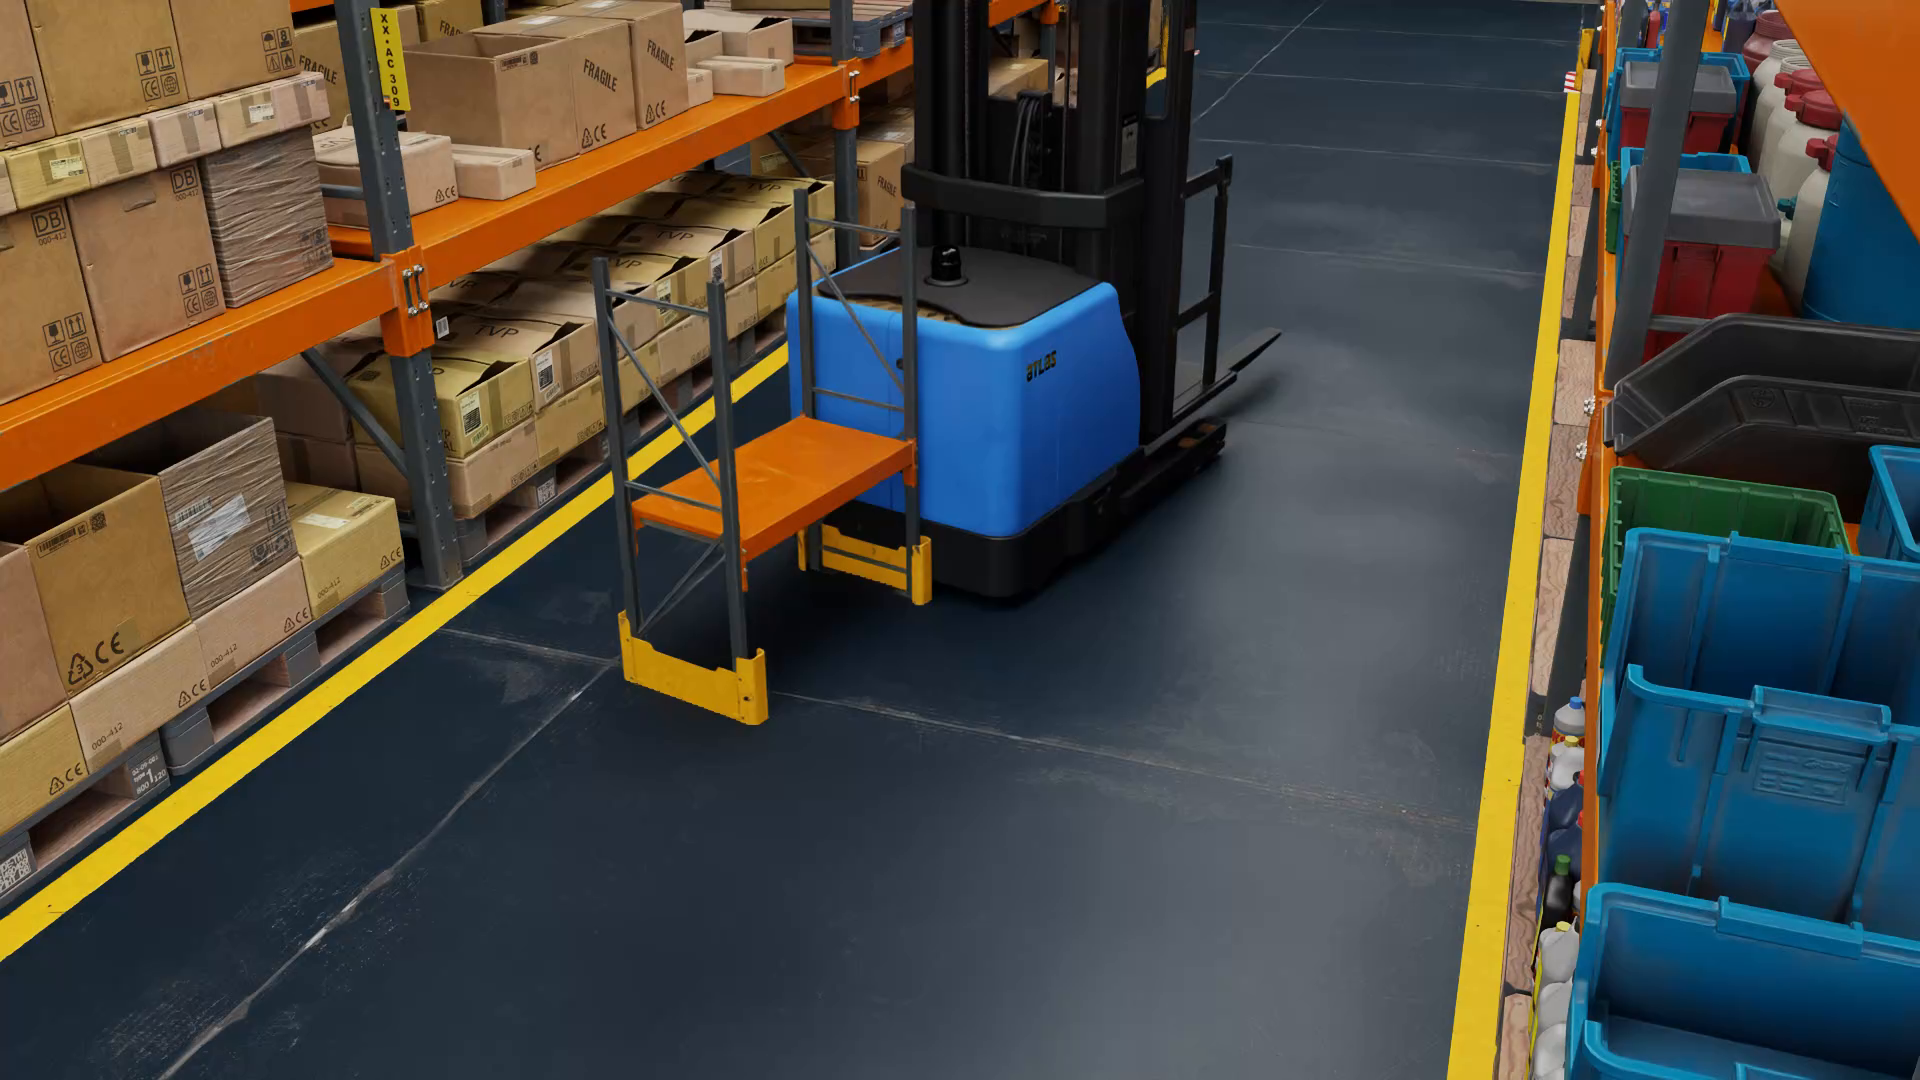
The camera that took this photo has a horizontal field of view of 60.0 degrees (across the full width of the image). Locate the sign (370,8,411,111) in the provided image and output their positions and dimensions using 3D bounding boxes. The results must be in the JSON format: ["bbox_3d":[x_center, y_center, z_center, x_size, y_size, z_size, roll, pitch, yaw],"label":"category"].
[{"bbox_3d":[-1.886,-1.591,5.509,0.100,0.325,0.005,9,27,17],"label":"sign"}]

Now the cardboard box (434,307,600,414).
[{"bbox_3d":[-1.866,-0.788,6.965,0.500,0.311,0.500,8,27,17],"label":"cardboard box"}]

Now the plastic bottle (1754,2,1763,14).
[{"bbox_3d":[4.569,-2.941,9.529,0.097,0.271,0.097,0,26,0],"label":"plastic bottle"}]

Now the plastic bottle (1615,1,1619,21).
[{"bbox_3d":[4.190,-3.354,10.464,0.097,0.201,0.097,0,26,0],"label":"plastic bottle"}]

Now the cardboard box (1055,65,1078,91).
[{"bbox_3d":[0.874,-3.954,14.220,0.380,0.166,0.250,9,27,17],"label":"cardboard box"}]

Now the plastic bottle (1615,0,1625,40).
[{"bbox_3d":[3.959,-3.101,9.859,0.097,0.271,0.097,0,26,0],"label":"plastic bottle"}]

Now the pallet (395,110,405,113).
[{"bbox_3d":[-4.606,-3.667,14.080,1.003,0.211,1.213,9,27,17],"label":"pallet"}]

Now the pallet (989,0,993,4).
[{"bbox_3d":[-0.436,-3.602,10.969,1.003,0.211,1.213,9,27,17],"label":"pallet"}]

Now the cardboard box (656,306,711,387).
[{"bbox_3d":[-1.531,-0.958,7.961,0.500,0.250,0.500,9,27,18],"label":"cardboard box"}]

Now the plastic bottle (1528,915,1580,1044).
[{"bbox_3d":[1.395,0.993,3.792,0.144,0.351,0.185,9,27,17],"label":"plastic bottle"}]

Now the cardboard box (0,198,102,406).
[{"bbox_3d":[-2.892,-0.684,4.605,0.700,0.500,0.500,9,27,18],"label":"cardboard box"}]

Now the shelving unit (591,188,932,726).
[{"bbox_3d":[-0.634,-0.324,5.699,0.587,1.500,1.083,15,30,29],"label":"shelving unit"}]

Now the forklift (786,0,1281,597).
[{"bbox_3d":[0.542,-1.705,6.908,1.130,2.935,3.031,15,30,29],"label":"forklift"}]

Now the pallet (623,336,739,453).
[{"bbox_3d":[-1.798,-0.802,8.163,1.003,0.211,1.213,9,27,17],"label":"pallet"}]

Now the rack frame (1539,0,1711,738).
[{"bbox_3d":[2.260,-0.525,4.393,1.000,3.000,0.127,9,27,17],"label":"rack frame"}]

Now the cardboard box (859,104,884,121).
[{"bbox_3d":[-0.817,-2.593,11.027,0.500,0.500,0.500,8,27,16],"label":"cardboard box"}]

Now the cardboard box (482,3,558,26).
[{"bbox_3d":[-4.075,-4.606,15.207,0.700,0.500,0.500,9,27,18],"label":"cardboard box"}]

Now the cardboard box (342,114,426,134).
[{"bbox_3d":[-2.291,-1.573,6.710,0.396,0.266,0.258,8,27,16],"label":"cardboard box"}]

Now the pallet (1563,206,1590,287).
[{"bbox_3d":[4.221,-1.744,10.109,1.003,0.211,1.213,9,27,17],"label":"pallet"}]

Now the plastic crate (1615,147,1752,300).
[{"bbox_3d":[2.333,-1.017,5.426,0.392,0.384,0.575,9,27,17],"label":"plastic crate"}]

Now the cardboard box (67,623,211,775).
[{"bbox_3d":[-2.687,0.437,5.078,0.500,0.250,0.500,9,27,17],"label":"cardboard box"}]

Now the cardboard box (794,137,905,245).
[{"bbox_3d":[-0.658,-2.108,10.024,0.500,0.500,0.500,10,28,20],"label":"cardboard box"}]

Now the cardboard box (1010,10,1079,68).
[{"bbox_3d":[0.872,-4.380,14.714,0.797,0.503,0.637,9,27,17],"label":"cardboard box"}]

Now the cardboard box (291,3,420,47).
[{"bbox_3d":[-4.807,-3.819,13.181,0.750,0.750,0.750,10,27,19],"label":"cardboard box"}]

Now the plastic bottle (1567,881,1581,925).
[{"bbox_3d":[1.523,0.920,4.035,0.097,0.271,0.097,0,26,0],"label":"plastic bottle"}]

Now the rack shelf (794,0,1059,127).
[{"bbox_3d":[-0.414,-3.387,11.129,1.077,0.370,4.000,9,27,17],"label":"rack shelf"}]

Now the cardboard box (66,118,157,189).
[{"bbox_3d":[-2.554,-1.122,4.766,0.380,0.149,0.250,9,27,17],"label":"cardboard box"}]

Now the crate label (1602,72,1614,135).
[{"bbox_3d":[3.097,-1.975,7.579,0.303,0.233,0.416,9,27,17],"label":"crate label"}]

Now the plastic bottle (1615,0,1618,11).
[{"bbox_3d":[4.332,-3.530,10.826,0.097,0.201,0.097,0,26,0],"label":"plastic bottle"}]

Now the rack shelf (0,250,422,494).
[{"bbox_3d":[-3.076,-0.099,4.339,1.077,0.370,4.000,9,27,17],"label":"rack shelf"}]

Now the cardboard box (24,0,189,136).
[{"bbox_3d":[-2.719,-1.483,4.767,0.700,0.500,0.500,9,27,17],"label":"cardboard box"}]

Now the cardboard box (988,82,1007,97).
[{"bbox_3d":[0.018,-2.953,11.771,0.500,0.500,0.500,9,27,18],"label":"cardboard box"}]

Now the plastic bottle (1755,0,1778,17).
[{"bbox_3d":[4.558,-2.913,9.381,0.144,0.351,0.185,9,27,17],"label":"plastic bottle"}]

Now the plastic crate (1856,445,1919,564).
[{"bbox_3d":[2.147,0.036,3.405,0.499,0.251,0.616,9,27,17],"label":"plastic crate"}]

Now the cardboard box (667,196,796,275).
[{"bbox_3d":[-1.188,-1.627,8.699,0.500,0.311,0.500,8,27,17],"label":"cardboard box"}]

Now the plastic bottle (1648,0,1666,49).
[{"bbox_3d":[4.030,-3.000,9.651,0.097,0.271,0.097,0,26,0],"label":"plastic bottle"}]

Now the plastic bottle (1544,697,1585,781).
[{"bbox_3d":[1.740,0.572,4.752,0.097,0.271,0.097,0,26,0],"label":"plastic bottle"}]

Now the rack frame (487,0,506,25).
[{"bbox_3d":[-4.421,-5.250,14.150,1.000,3.000,0.127,9,27,17],"label":"rack frame"}]

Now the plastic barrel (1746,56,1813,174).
[{"bbox_3d":[3.310,-1.593,6.469,0.421,0.512,0.421,0,26,0],"label":"plastic barrel"}]

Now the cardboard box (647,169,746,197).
[{"bbox_3d":[-1.530,-1.920,9.304,0.500,0.311,0.500,10,27,19],"label":"cardboard box"}]

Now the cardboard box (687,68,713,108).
[{"bbox_3d":[-1.450,-2.244,8.230,0.380,0.149,0.250,11,28,21],"label":"cardboard box"}]

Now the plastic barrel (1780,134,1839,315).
[{"bbox_3d":[2.785,-0.948,5.110,0.433,0.535,0.433,0,26,0],"label":"plastic barrel"}]

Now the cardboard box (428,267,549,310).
[{"bbox_3d":[-2.210,-1.076,7.561,0.500,0.311,0.500,9,27,17],"label":"cardboard box"}]

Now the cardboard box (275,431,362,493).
[{"bbox_3d":[-2.546,-0.409,6.826,0.500,0.250,0.500,8,27,17],"label":"cardboard box"}]

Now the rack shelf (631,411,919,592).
[{"bbox_3d":[-0.639,-0.159,5.771,0.538,0.185,1.000,15,30,29],"label":"rack shelf"}]

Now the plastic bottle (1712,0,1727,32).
[{"bbox_3d":[4.727,-3.310,10.202,0.144,0.351,0.185,9,27,17],"label":"plastic bottle"}]

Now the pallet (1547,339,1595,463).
[{"bbox_3d":[3.296,-0.601,7.750,1.003,0.211,1.213,9,27,17],"label":"pallet"}]

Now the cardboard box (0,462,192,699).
[{"bbox_3d":[-2.699,0.098,4.918,0.500,0.500,0.500,9,27,17],"label":"cardboard box"}]

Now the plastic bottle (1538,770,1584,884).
[{"bbox_3d":[1.600,0.740,4.313,0.144,0.351,0.185,10,27,19],"label":"plastic bottle"}]

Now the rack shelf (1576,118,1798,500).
[{"bbox_3d":[2.925,-1.023,6.247,1.077,0.370,4.000,9,27,17],"label":"rack shelf"}]

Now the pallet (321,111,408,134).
[{"bbox_3d":[-5.011,-3.163,13.041,1.003,0.211,1.213,9,27,17],"label":"pallet"}]

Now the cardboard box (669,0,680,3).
[{"bbox_3d":[-3.228,-5.655,17.374,0.700,0.500,0.500,9,27,17],"label":"cardboard box"}]
